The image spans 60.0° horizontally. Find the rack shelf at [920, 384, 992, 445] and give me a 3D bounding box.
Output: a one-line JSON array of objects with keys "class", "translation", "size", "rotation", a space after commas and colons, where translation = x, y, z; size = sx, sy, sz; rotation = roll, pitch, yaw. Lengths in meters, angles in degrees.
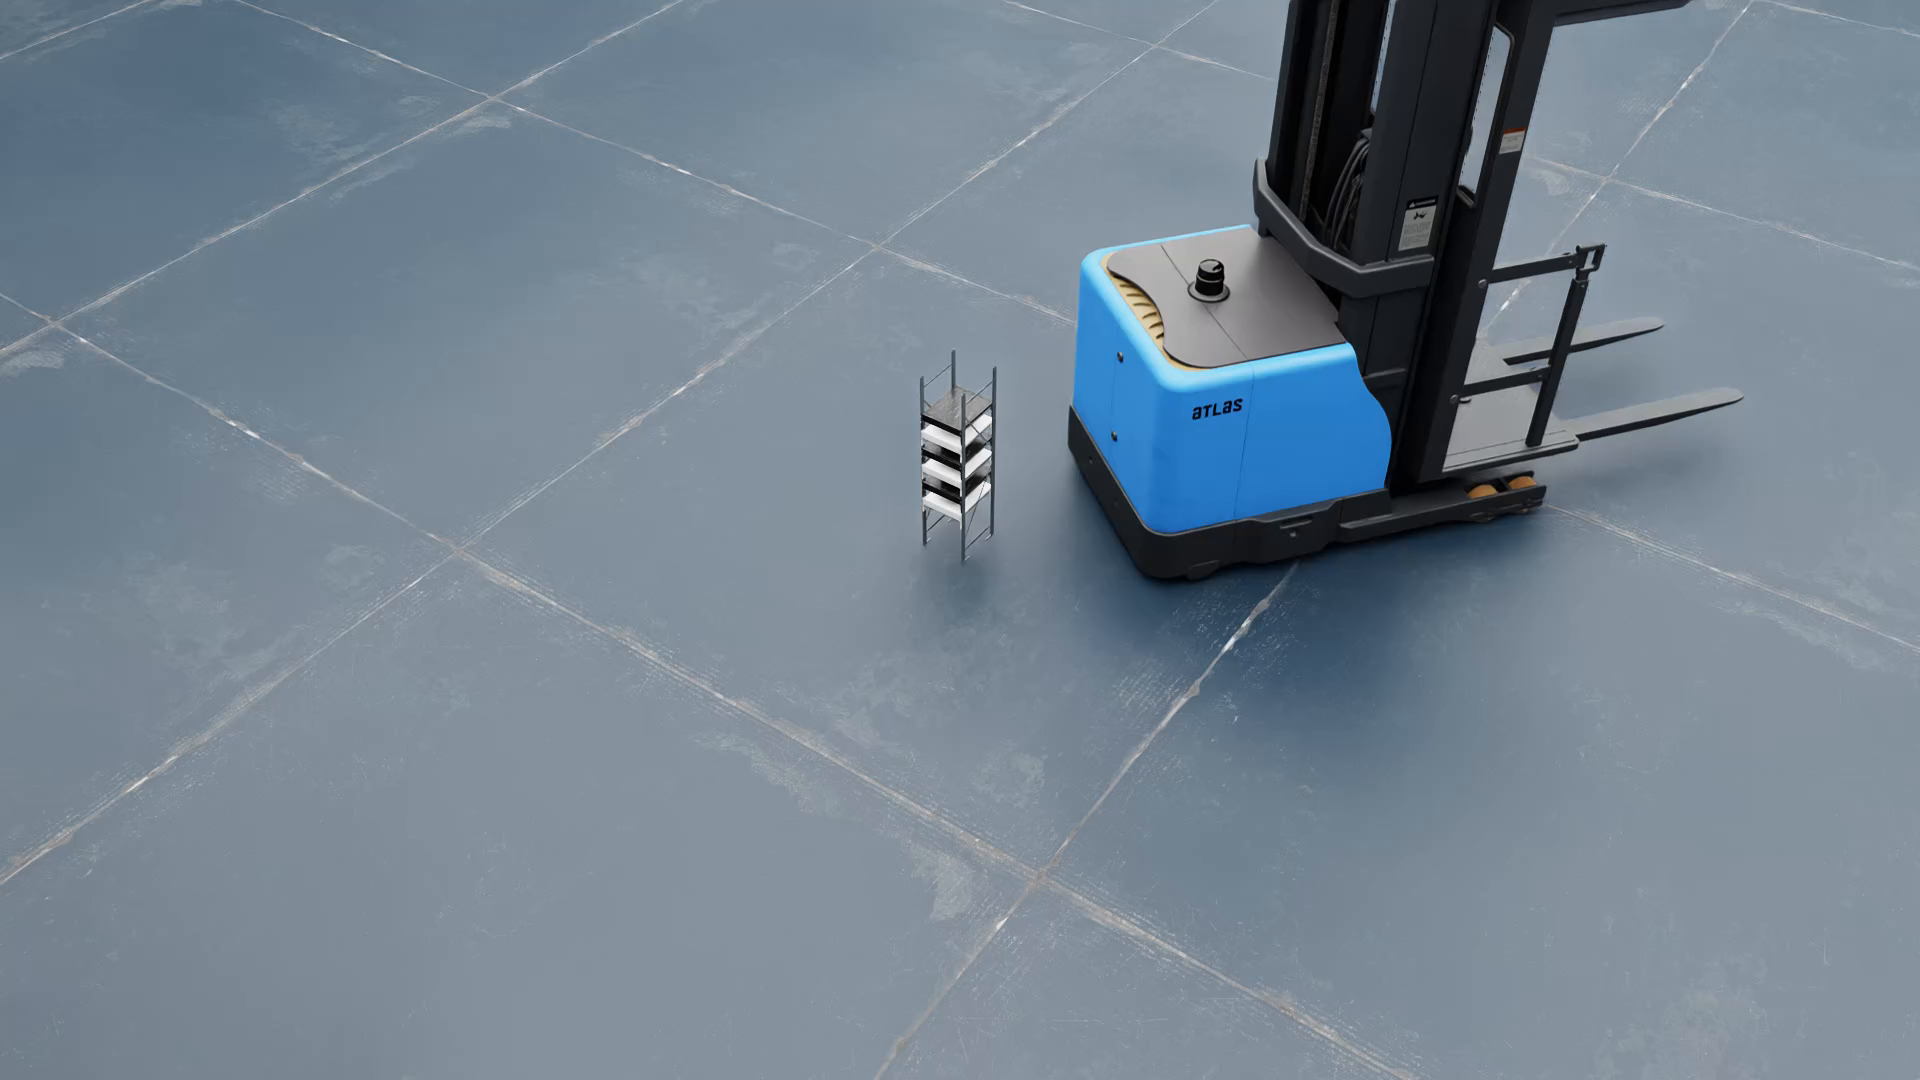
[{"class": "rack shelf", "translation": [-0.007, -0.515, 6.796], "size": [0.200, 0.077, 0.258], "rotation": [25, 48, 25]}]

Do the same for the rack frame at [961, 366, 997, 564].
[{"class": "rack frame", "translation": [0.077, -0.300, 6.910], "size": [0.006, 0.900, 0.240], "rotation": [25, 48, 25]}]

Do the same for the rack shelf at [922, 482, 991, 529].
[{"class": "rack shelf", "translation": [-0.007, -0.179, 7.096], "size": [0.200, 0.077, 0.258], "rotation": [25, 48, 25]}]

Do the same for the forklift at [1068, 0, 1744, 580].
[{"class": "forklift", "translation": [2.069, -1.496, 6.724], "size": [3.031, 2.935, 1.130], "rotation": [-12, 43, -13]}]

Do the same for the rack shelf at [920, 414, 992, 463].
[{"class": "rack shelf", "translation": [-0.007, -0.448, 6.856], "size": [0.200, 0.077, 0.258], "rotation": [25, 48, 25]}]

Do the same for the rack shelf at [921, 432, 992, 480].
[{"class": "rack shelf", "translation": [-0.007, -0.381, 6.916], "size": [0.200, 0.077, 0.258], "rotation": [25, 48, 25]}]

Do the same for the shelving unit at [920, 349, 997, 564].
[{"class": "shelving unit", "translation": [-0.007, -0.338, 6.953], "size": [0.210, 0.900, 0.258], "rotation": [25, 48, 25]}]

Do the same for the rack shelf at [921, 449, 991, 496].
[{"class": "rack shelf", "translation": [-0.007, -0.314, 6.976], "size": [0.200, 0.077, 0.258], "rotation": [25, 48, 25]}]

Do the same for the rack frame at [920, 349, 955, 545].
[{"class": "rack frame", "translation": [-0.090, -0.377, 6.997], "size": [0.006, 0.900, 0.240], "rotation": [25, 48, 25]}]

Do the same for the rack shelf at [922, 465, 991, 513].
[{"class": "rack shelf", "translation": [-0.007, -0.247, 7.036], "size": [0.200, 0.077, 0.258], "rotation": [25, 48, 25]}]
